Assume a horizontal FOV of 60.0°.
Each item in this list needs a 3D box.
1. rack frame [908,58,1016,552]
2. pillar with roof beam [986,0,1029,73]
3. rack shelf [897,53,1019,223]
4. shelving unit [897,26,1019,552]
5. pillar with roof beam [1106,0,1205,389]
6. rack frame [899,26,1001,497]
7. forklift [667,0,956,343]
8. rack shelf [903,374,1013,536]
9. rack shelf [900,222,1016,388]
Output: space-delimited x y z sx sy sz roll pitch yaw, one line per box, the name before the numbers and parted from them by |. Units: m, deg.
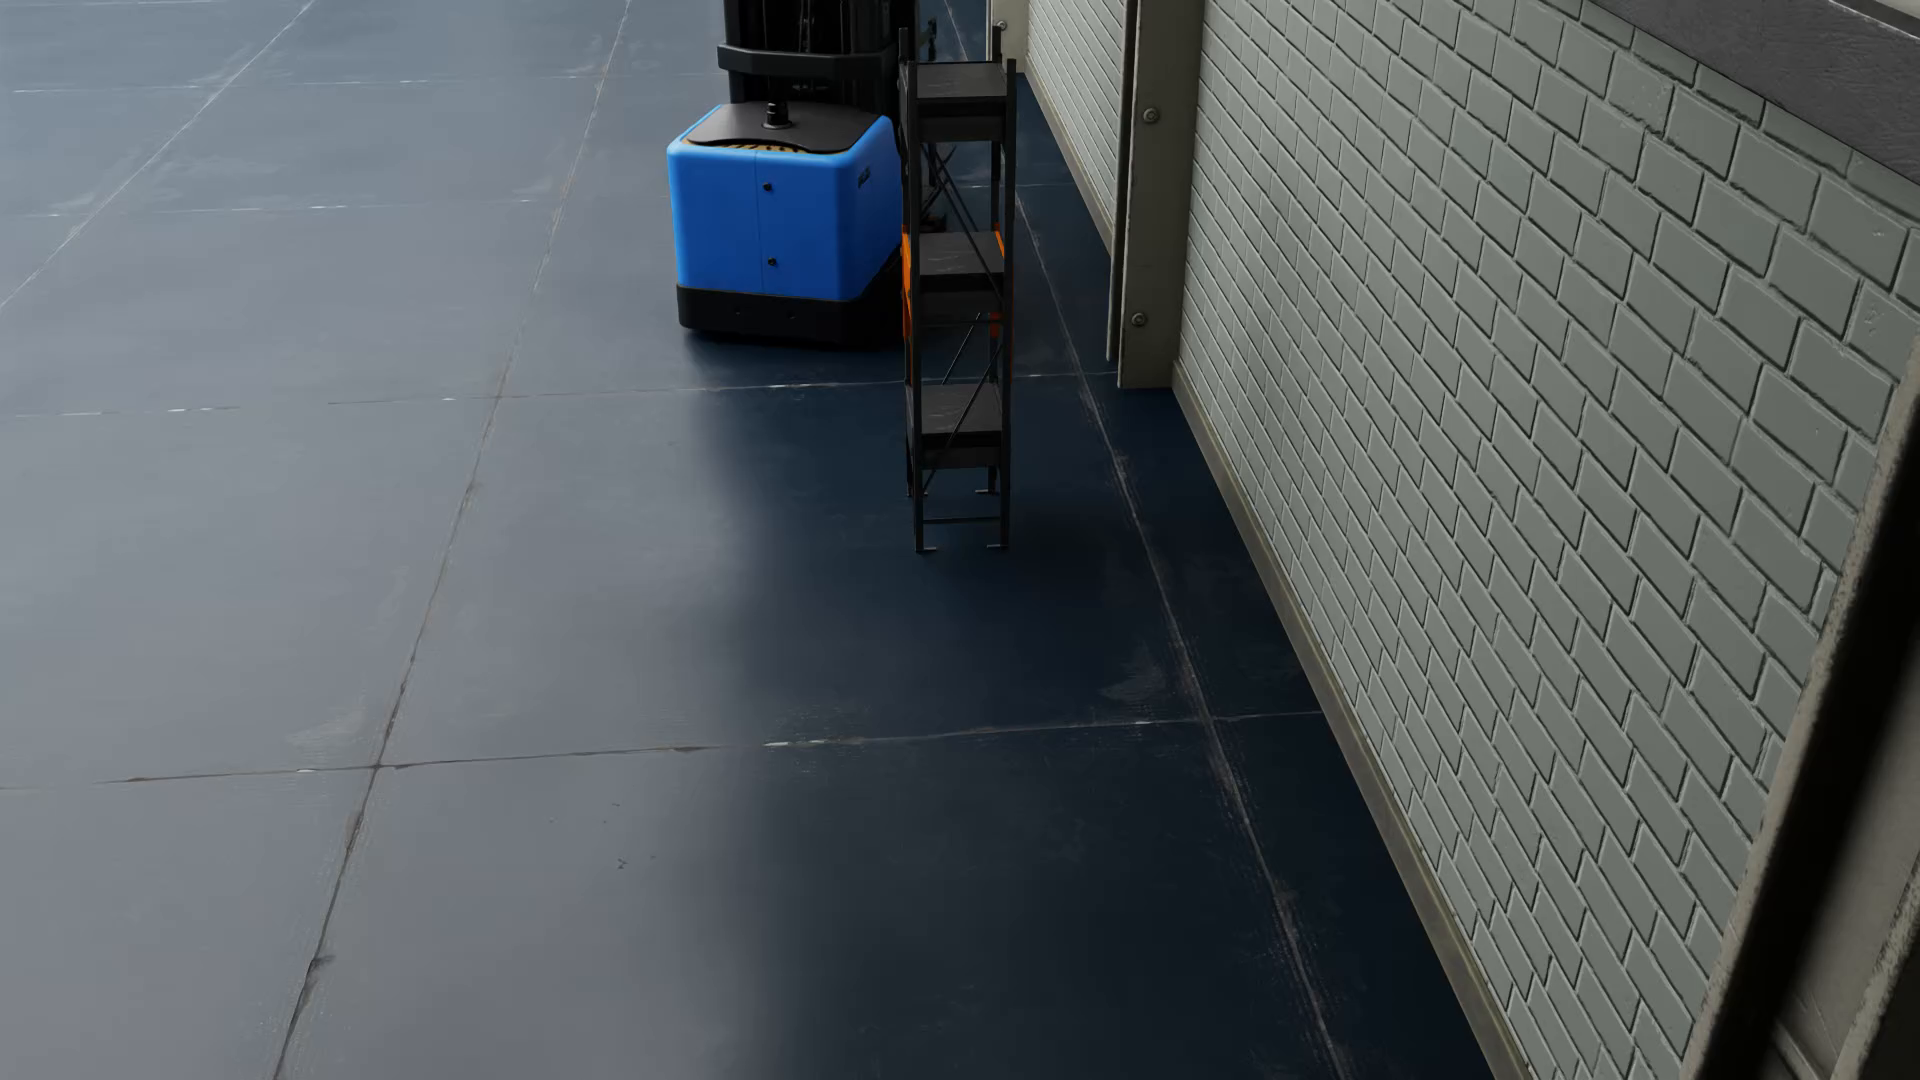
rack frame | 0.007 -0.861 6.644 0.400 2.100 0.015 -3 31 -5
pillar with roof beam | -3.893 -7.607 11.210 9.100 9.000 0.400 -3 31 -5
rack shelf | -0.015 -1.575 6.501 0.431 0.518 0.480 -3 31 -5
shelving unit | -0.015 -0.986 6.853 0.431 2.100 0.503 -3 31 -5
pillar with roof beam | -3.332 -4.543 6.081 9.100 9.000 0.400 -3 31 -5
rack frame | -0.038 -1.111 7.062 0.400 2.100 0.015 -3 31 -5
forklift | -0.703 -3.049 9.497 1.130 2.935 3.031 7 32 11
rack shelf | -0.015 -0.373 7.219 0.431 0.518 0.480 -3 31 -5
rack shelf | -0.015 -0.974 6.860 0.431 0.518 0.480 -3 31 -5
